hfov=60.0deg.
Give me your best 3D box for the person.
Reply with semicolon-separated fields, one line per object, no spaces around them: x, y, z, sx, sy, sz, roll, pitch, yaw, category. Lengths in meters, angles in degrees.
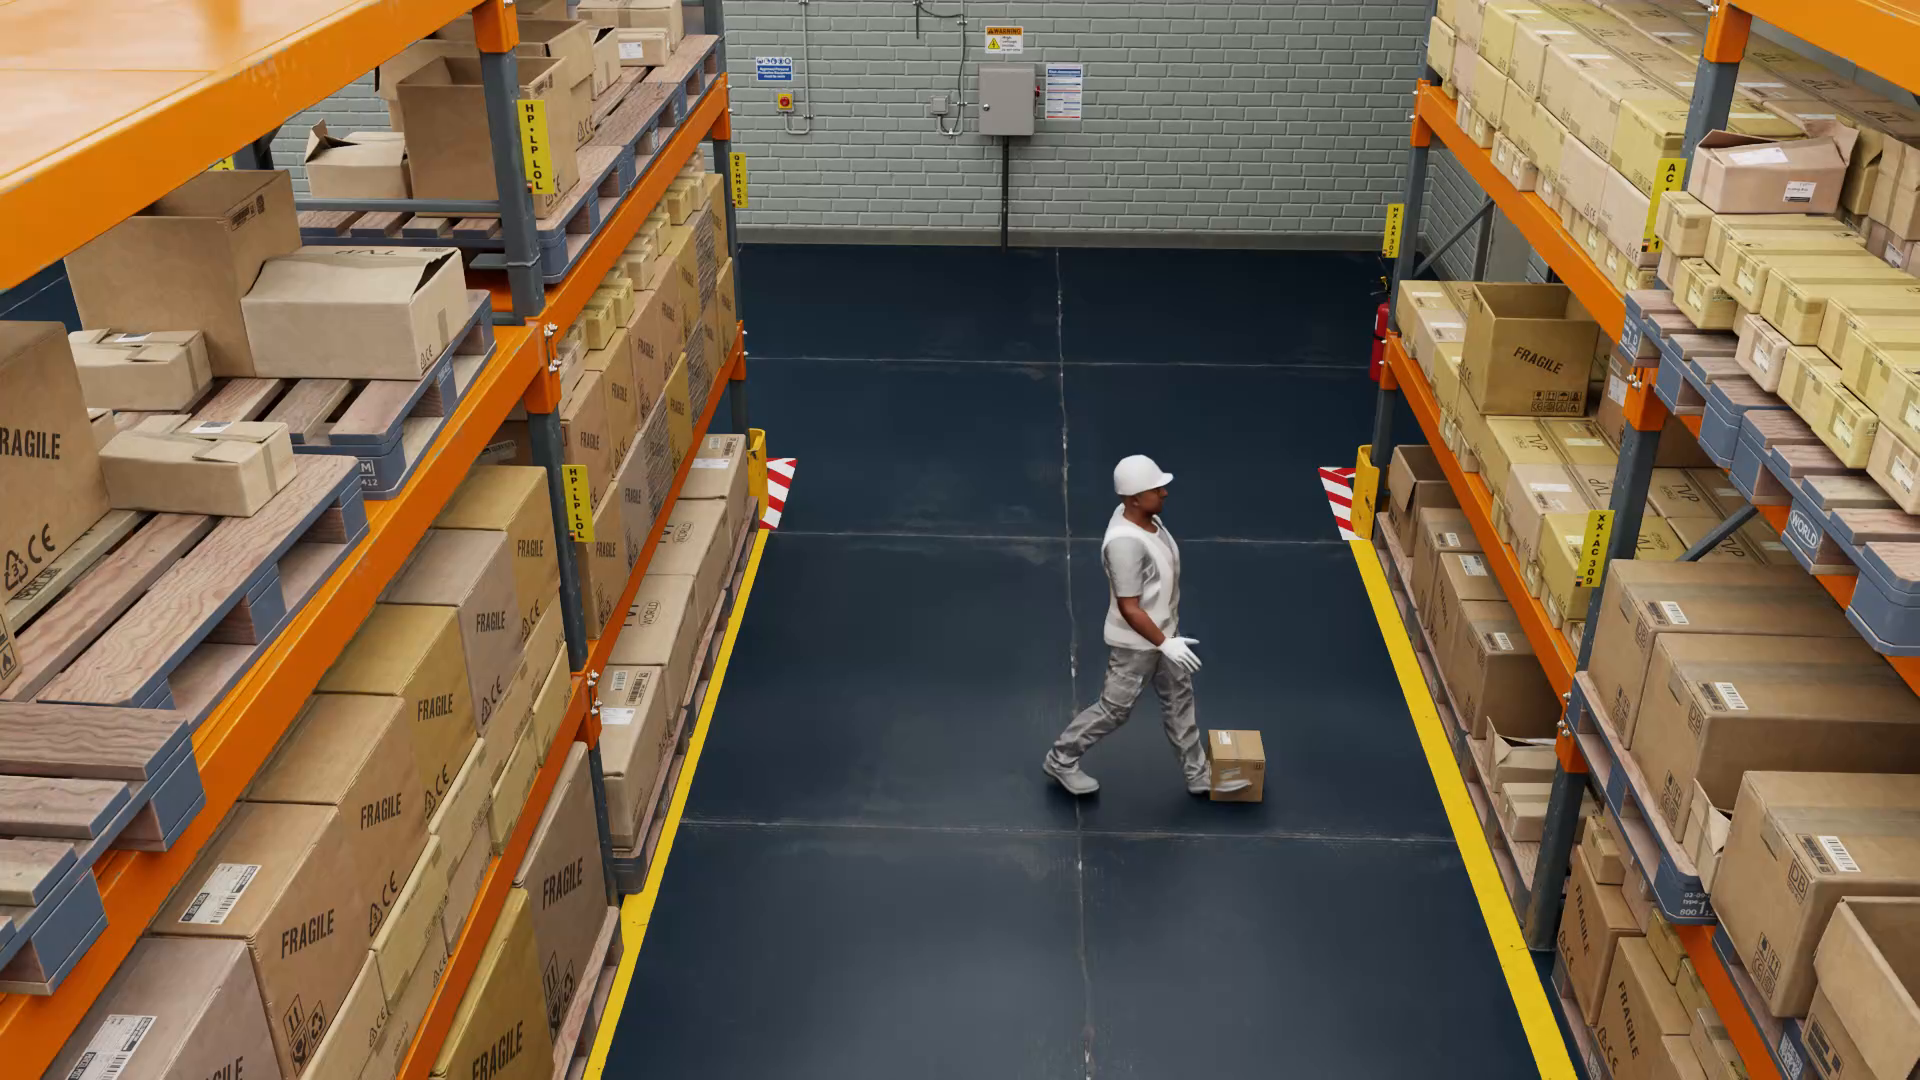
0.924;0.434;7.806;0.994;1.750;0.617;9;29;17;person
